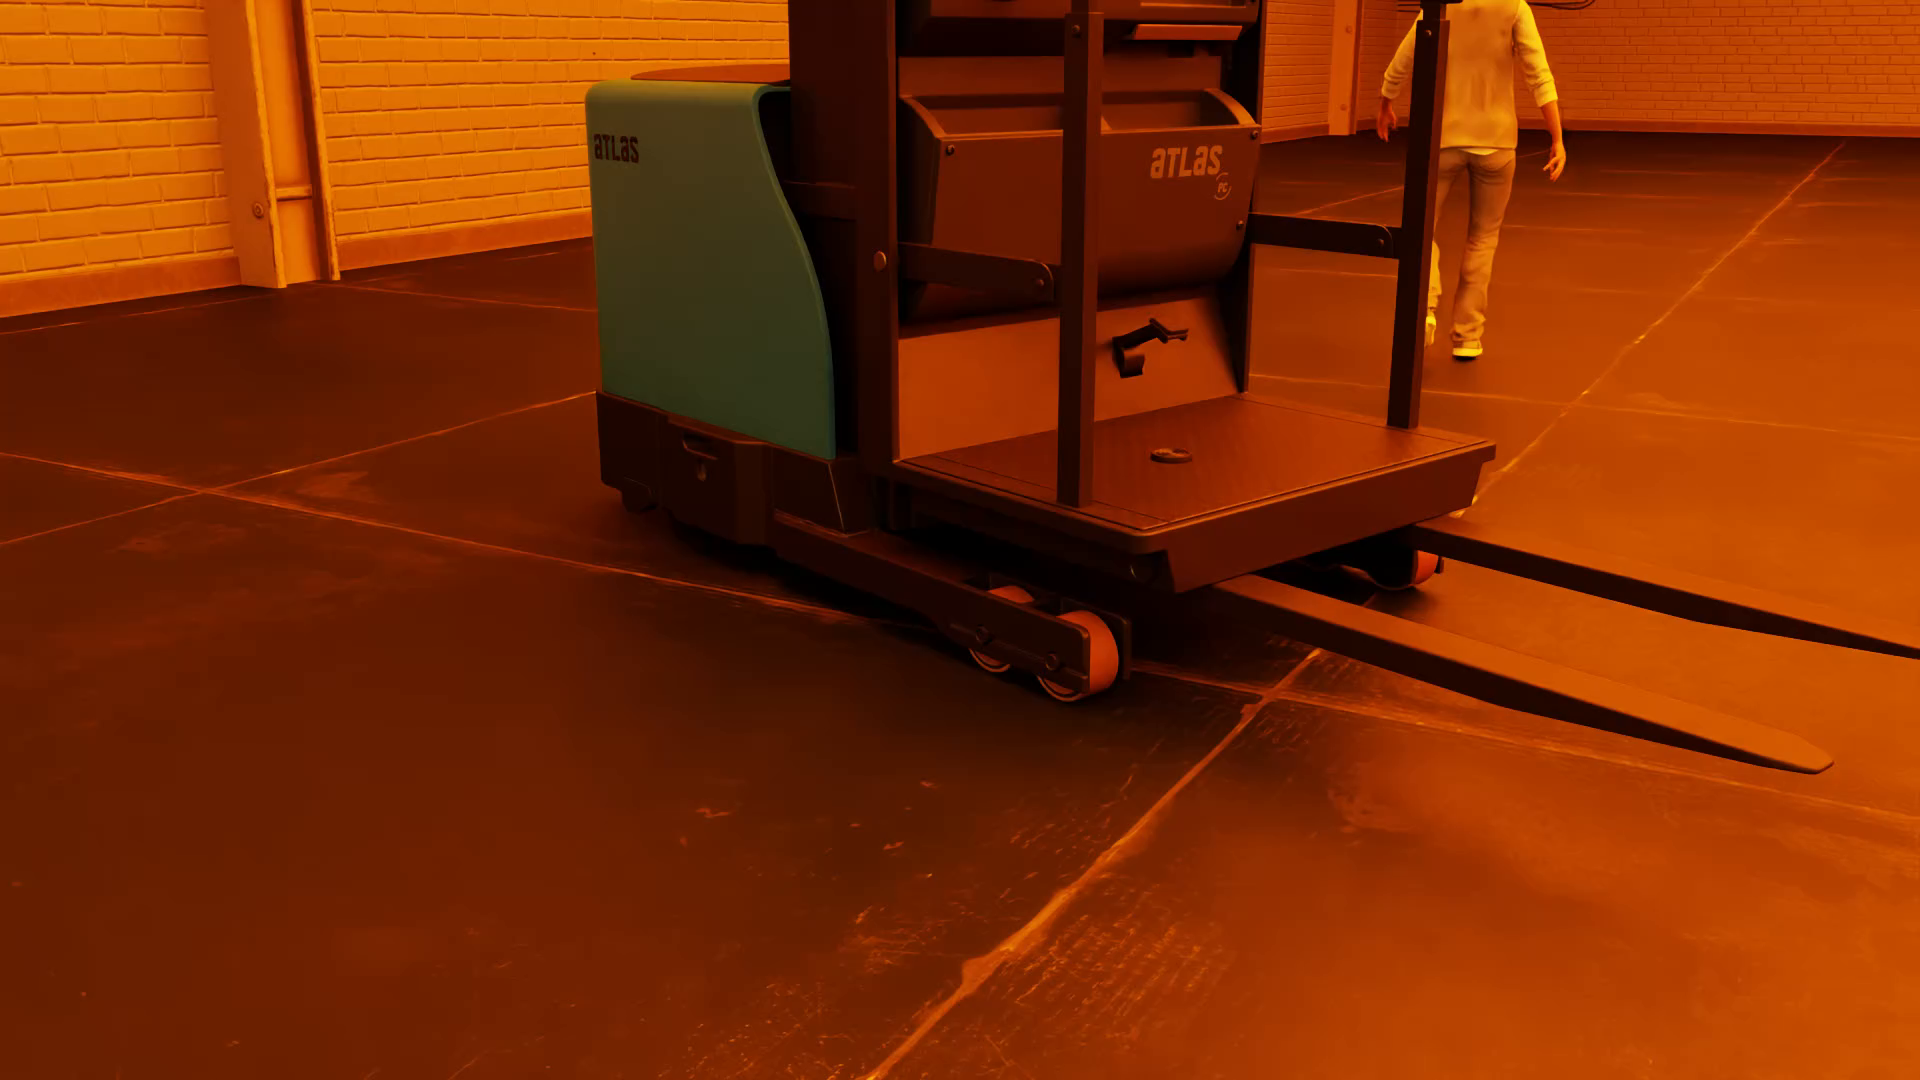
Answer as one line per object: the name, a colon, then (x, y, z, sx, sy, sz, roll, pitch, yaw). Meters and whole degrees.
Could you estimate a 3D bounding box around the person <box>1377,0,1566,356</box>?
person: (1.882, -1.446, 6.173, 0.687, 1.579, 0.587, 5, 17, 16)

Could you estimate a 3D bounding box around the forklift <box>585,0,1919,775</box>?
forklift: (0.408, -1.271, 3.168, 1.130, 2.935, 3.031, -14, 21, -39)
